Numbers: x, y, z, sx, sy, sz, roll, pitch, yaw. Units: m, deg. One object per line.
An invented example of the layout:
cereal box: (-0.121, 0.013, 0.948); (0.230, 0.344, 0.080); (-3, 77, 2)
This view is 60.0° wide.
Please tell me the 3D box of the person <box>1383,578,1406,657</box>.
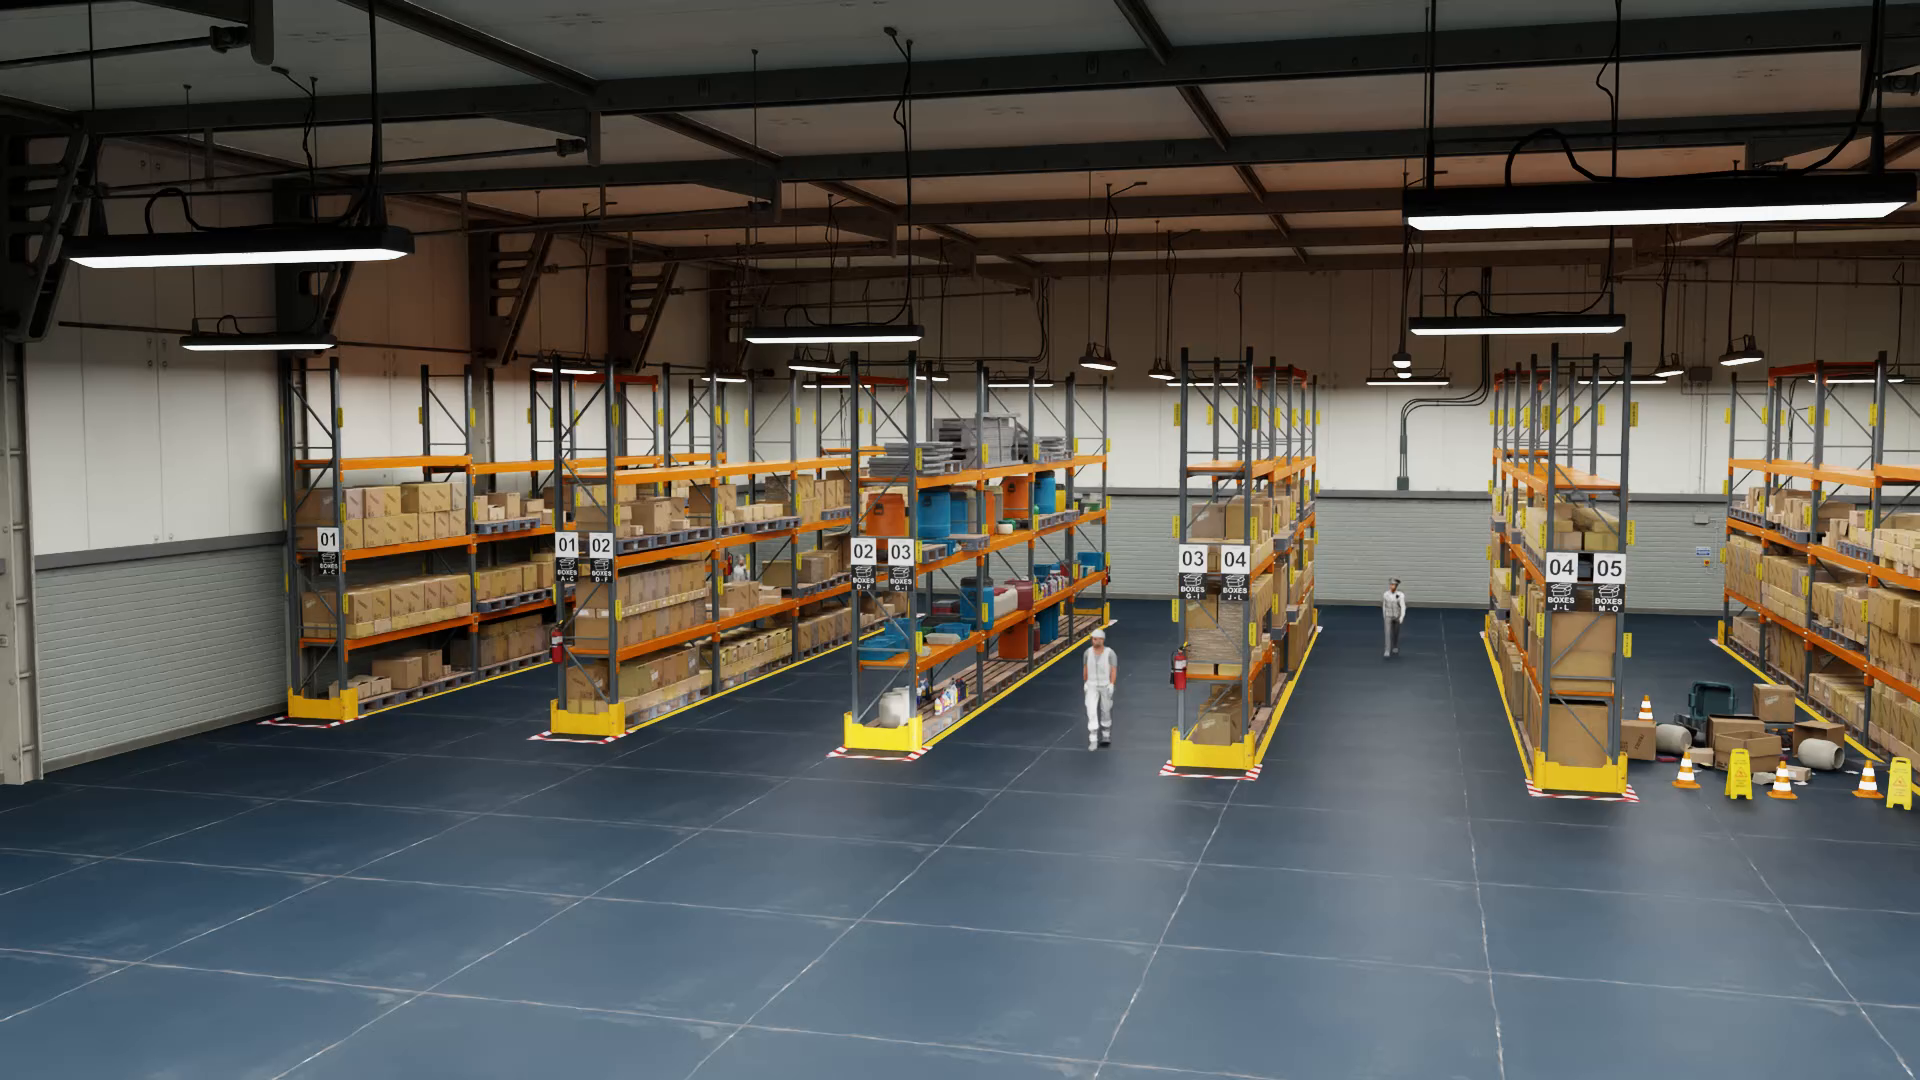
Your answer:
person: (9.092, 1.600, 34.835); (0.471, 1.617, 1.013); (1, 4, 14)

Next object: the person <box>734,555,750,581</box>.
person: (-5.333, 1.163, 41.061); (0.492, 1.621, 0.872); (1, 4, 12)

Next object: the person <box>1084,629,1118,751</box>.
person: (2.116, 2.272, 25.304); (0.551, 1.828, 0.751); (1, 4, 16)
